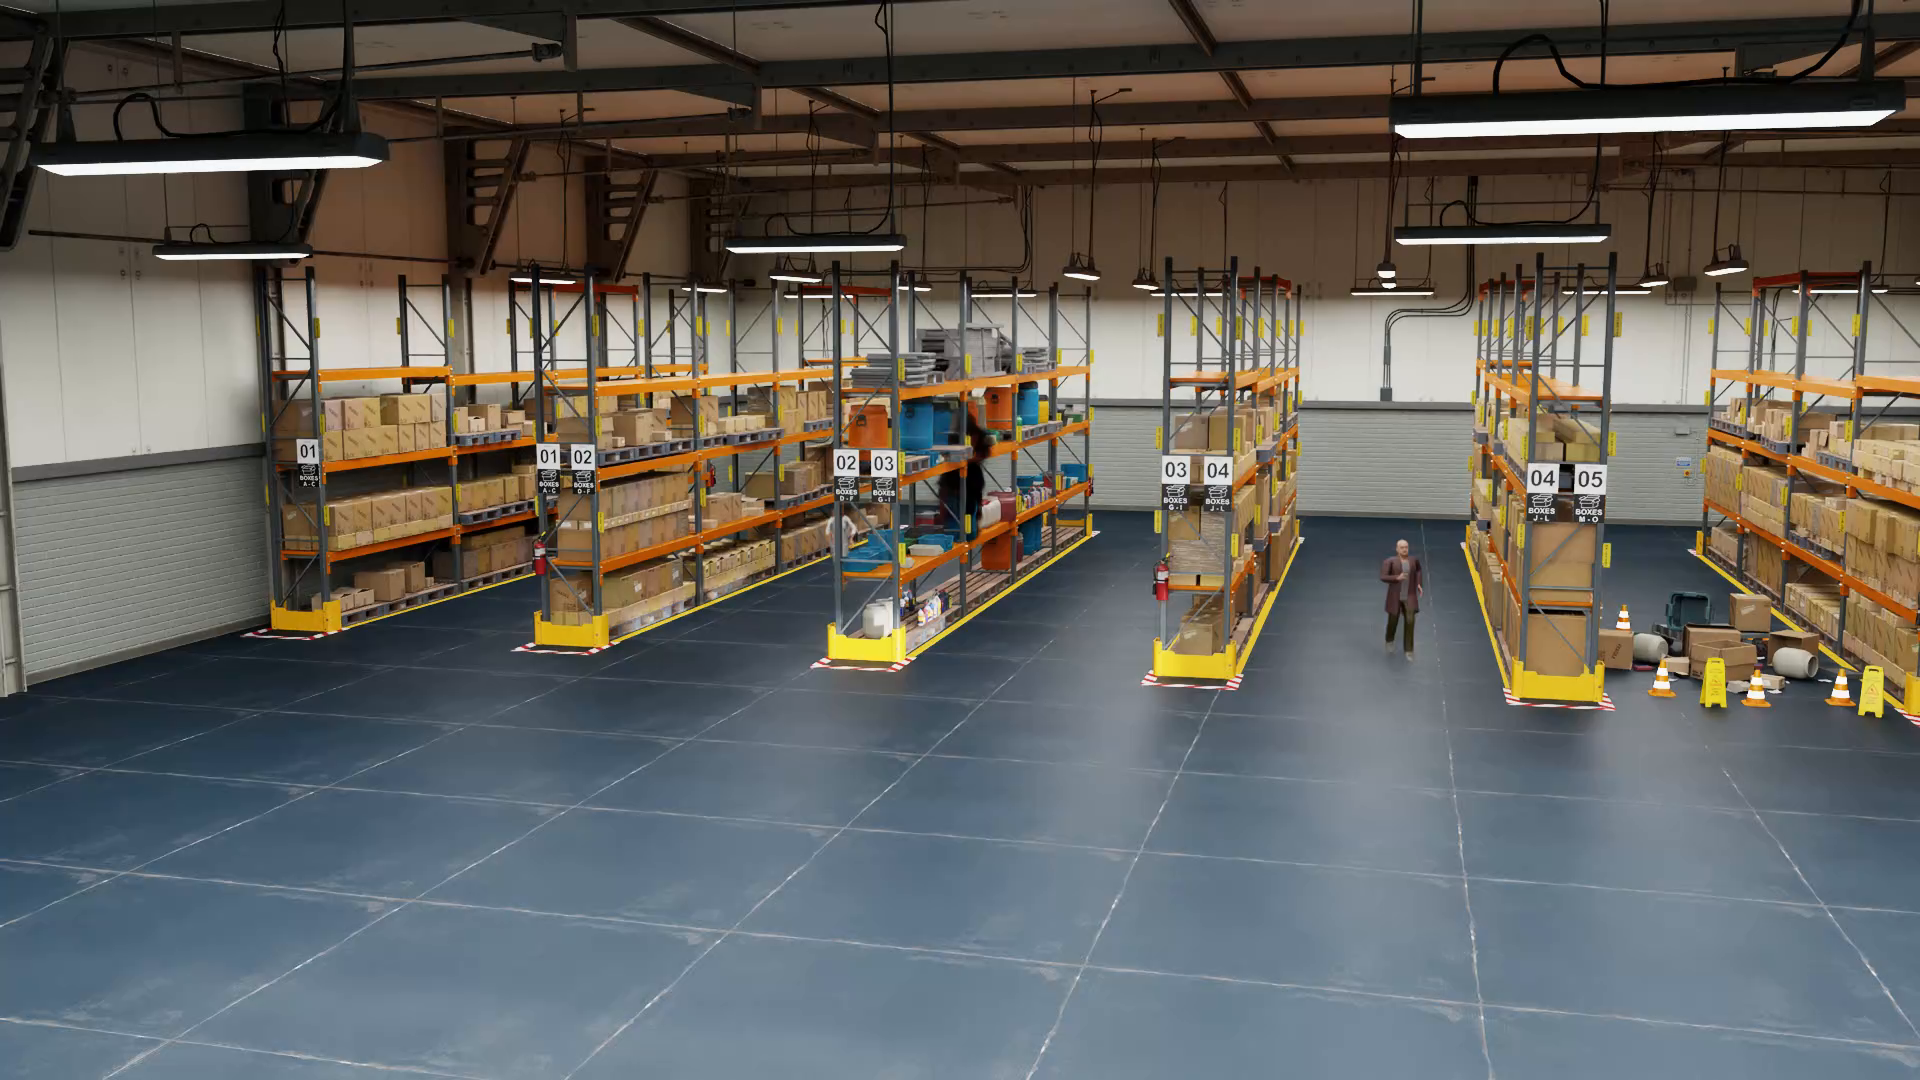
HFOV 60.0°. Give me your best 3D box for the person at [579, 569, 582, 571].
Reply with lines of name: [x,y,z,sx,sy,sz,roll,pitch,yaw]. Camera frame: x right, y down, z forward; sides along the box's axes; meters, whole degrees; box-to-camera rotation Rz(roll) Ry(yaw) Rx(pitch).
person: [-6.754,0.256,30.576,0.672,1.813,0.764,1,7,9]

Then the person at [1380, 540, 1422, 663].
person: [6.690,0.888,25.231,0.686,1.795,1.013,0,7,3]

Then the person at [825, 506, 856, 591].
person: [-2.170,0.130,29.944,0.515,1.589,0.610,1,7,10]
